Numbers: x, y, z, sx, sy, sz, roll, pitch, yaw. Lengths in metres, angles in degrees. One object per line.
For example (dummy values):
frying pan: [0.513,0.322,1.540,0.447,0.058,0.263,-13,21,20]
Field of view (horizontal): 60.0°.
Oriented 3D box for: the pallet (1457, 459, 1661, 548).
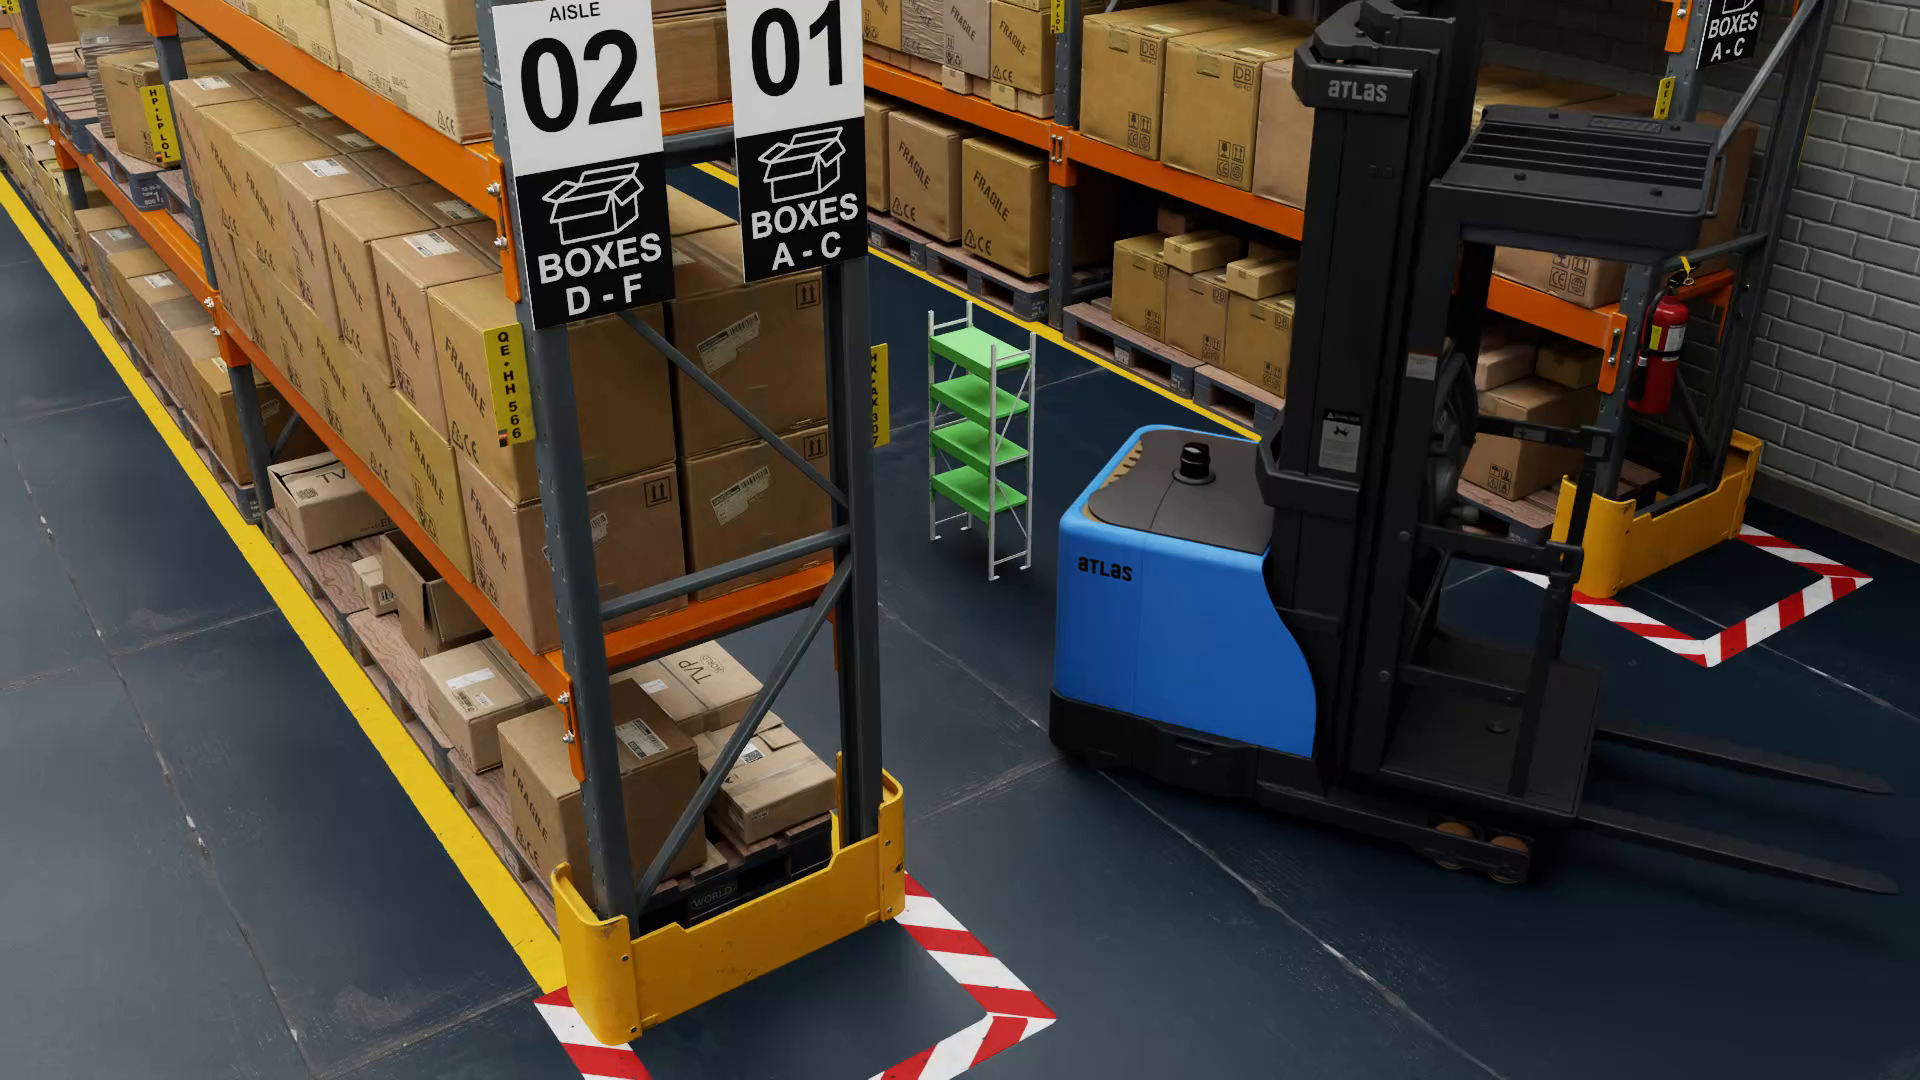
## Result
pallet: [2.807,-0.332,8.641,1.003,0.211,1.213,-19,34,-31]

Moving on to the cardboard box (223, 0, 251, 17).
cardboard box: [-2.363,-2.055,5.906,0.500,0.250,0.500,-19,34,-31]

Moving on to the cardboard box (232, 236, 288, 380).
cardboard box: [-2.646,-1.023,6.886,0.500,0.500,0.500,-18,33,-30]

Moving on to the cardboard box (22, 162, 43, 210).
cardboard box: [-6.735,-2.714,12.546,0.500,0.250,0.500,-18,33,-30]

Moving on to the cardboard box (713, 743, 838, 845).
cardboard box: [-0.662,0.906,5.966,0.380,0.149,0.250,-19,34,-31]

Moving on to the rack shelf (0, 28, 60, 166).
rack shelf: [-6.499,-3.467,12.245,1.077,0.370,4.000,-19,34,-31]

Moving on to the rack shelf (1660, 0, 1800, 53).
rack shelf: [2.174,-3.048,8.331,1.077,0.370,4.000,-19,34,-31]

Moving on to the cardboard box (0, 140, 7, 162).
cardboard box: [-7.627,-3.312,13.646,0.500,0.250,0.500,-20,34,-32]

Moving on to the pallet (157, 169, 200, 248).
pallet: [-3.394,-1.707,8.452,1.003,0.211,1.213,-19,34,-31]

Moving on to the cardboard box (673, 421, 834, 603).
cardboard box: [-0.742,-0.185,5.344,0.500,0.500,0.500,-18,33,-30]

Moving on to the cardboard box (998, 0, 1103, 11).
cardboard box: [0.535,-3.448,10.232,0.500,0.250,0.500,-18,33,-29]

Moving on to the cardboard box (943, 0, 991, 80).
cardboard box: [0.237,-3.312,10.769,0.500,0.500,0.500,-18,34,-30]

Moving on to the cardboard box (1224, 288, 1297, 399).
cardboard box: [1.949,-1.194,9.485,0.700,0.500,0.500,-18,33,-30]

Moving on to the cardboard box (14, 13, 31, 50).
cardboard box: [-6.631,-3.902,12.188,0.500,0.500,0.500,-19,34,-31]

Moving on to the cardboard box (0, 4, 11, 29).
cardboard box: [-7.312,-4.050,12.827,0.380,0.149,0.250,-19,34,-31]

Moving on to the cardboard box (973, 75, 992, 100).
cardboard box: [0.308,-2.980,10.836,0.380,0.149,0.250,-18,33,-29]

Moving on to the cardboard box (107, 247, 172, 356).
cardboard box: [-4.713,-1.446,9.929,0.500,0.500,0.500,-19,34,-31]

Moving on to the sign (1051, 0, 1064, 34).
sign: [0.577,-3.144,9.765,0.100,0.325,0.005,-19,34,-31]

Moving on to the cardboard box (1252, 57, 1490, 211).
cardboard box: [2.164,-2.175,8.797,0.980,0.700,0.700,-21,35,-33]

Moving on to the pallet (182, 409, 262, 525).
pallet: [-3.522,-0.531,9.007,1.003,0.211,1.213,-19,34,-31]

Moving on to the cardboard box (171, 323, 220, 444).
cardboard box: [-3.819,-0.853,8.836,0.500,0.500,0.500,-19,34,-30]

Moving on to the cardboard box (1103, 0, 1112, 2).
cardboard box: [0.959,-3.588,10.490,0.500,0.250,0.500,-18,33,-29]

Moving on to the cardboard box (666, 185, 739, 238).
cardboard box: [-1.051,-0.826,5.475,0.500,0.500,0.500,-18,33,-30]

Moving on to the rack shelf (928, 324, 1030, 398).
rack shelf: [0.096,-0.829,7.647,0.258,0.148,0.480,-19,34,-31]

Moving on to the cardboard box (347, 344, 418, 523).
cardboard box: [-1.769,-0.435,5.803,0.500,0.500,0.500,-18,34,-30]

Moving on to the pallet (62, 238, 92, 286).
pallet: [-5.785,-2.111,11.917,1.003,0.211,1.213,-19,34,-31]

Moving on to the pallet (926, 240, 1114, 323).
pallet: [0.505,-1.877,11.486,1.003,0.211,1.213,-19,34,-31]

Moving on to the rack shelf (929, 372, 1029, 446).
rack shelf: [0.096,-0.618,7.761,0.258,0.148,0.480,-19,34,-31]

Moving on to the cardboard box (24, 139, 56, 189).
cardboard box: [-6.441,-2.761,12.045,0.500,0.311,0.500,-19,34,-31]

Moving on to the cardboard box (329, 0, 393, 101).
cardboard box: [-1.493,-1.472,4.832,0.500,0.250,0.500,-19,34,-31]

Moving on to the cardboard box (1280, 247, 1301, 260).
cardboard box: [2.048,-1.582,9.520,0.380,0.149,0.250,-18,33,-30]

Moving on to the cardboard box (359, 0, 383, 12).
cardboard box: [-1.495,-1.691,4.712,0.500,0.250,0.500,-19,34,-31]

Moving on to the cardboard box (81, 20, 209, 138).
cardboard box: [-4.507,-2.612,9.373,0.700,0.500,0.500,-12,31,-21]

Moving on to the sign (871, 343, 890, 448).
sign: [-0.257,-0.427,4.985,0.100,0.325,0.005,-19,34,-31]

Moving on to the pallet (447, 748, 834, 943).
pallet: [-1.206,0.990,6.206,1.003,0.211,1.213,-19,34,-31]

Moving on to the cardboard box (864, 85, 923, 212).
cardboard box: [-0.484,-2.954,12.359,0.750,0.750,0.750,-19,34,-31]

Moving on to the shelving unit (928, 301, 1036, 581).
shelving unit: [0.096,-0.463,7.845,0.258,1.200,0.503,-19,34,-31]

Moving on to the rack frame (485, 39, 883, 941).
rack frame: [-0.699,0.104,4.915,1.000,3.000,0.127,-19,34,-31]

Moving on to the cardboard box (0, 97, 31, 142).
cardboard box: [-7.337,-3.358,13.144,0.500,0.311,0.500,-19,34,-31]

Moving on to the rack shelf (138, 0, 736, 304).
rack shelf: [-1.859,-1.675,5.803,1.077,0.370,4.000,-19,34,-31]

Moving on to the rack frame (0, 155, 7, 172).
rack frame: [-7.660,-4.561,13.505,1.000,3.000,0.127,-19,34,-31]

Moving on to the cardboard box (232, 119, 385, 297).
cardboard box: [-2.378,-1.273,6.298,0.500,0.500,0.500,-20,34,-32]

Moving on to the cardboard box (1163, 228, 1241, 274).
cardboard box: [1.414,-1.692,9.722,0.380,0.149,0.250,-18,33,-29]

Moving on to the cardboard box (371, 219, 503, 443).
cardboard box: [-1.475,-0.672,5.193,0.500,0.500,0.500,-18,33,-29]

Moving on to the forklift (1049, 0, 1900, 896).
forklift: [1.916,-0.343,5.811,3.031,2.935,1.130,12,31,21]

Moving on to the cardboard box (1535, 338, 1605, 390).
cardboard box: [3.082,-0.891,8.247,0.380,0.149,0.250,-19,34,-30]

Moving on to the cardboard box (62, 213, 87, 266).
cardboard box: [-5.843,-2.119,11.450,0.500,0.250,0.500,-18,33,-29]

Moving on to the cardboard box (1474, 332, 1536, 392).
cardboard box: [2.624,-0.884,8.234,0.380,0.149,0.250,-19,34,-31]

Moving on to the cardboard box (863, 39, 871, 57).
cardboard box: [-0.535,-3.593,11.964,0.380,0.149,0.250,-18,33,-30]

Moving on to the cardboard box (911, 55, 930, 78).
cardboard box: [-0.114,-3.281,11.391,0.380,0.149,0.250,-20,34,-32]

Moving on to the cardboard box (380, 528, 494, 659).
cardboard box: [-1.925,0.182,6.927,0.797,0.503,0.637,-19,34,-31]

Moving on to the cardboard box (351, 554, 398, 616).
cardboard box: [-2.442,0.157,7.325,0.380,0.166,0.250,-19,34,-31]

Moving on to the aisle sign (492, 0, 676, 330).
aisle sign: [-0.909,-0.927,4.090,0.394,0.787,0.004,-19,34,-31]

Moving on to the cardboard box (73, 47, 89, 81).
cardboard box: [-5.515,-3.120,10.946,0.500,0.311,0.500,-16,33,-28]

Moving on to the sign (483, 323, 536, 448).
sign: [-1.163,-0.398,4.295,0.100,0.325,0.005,-19,34,-31]

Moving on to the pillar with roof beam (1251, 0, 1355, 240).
pillar with roof beam: [-1.382,-4.236,6.620,9.100,9.000,0.400,-19,34,-31]
